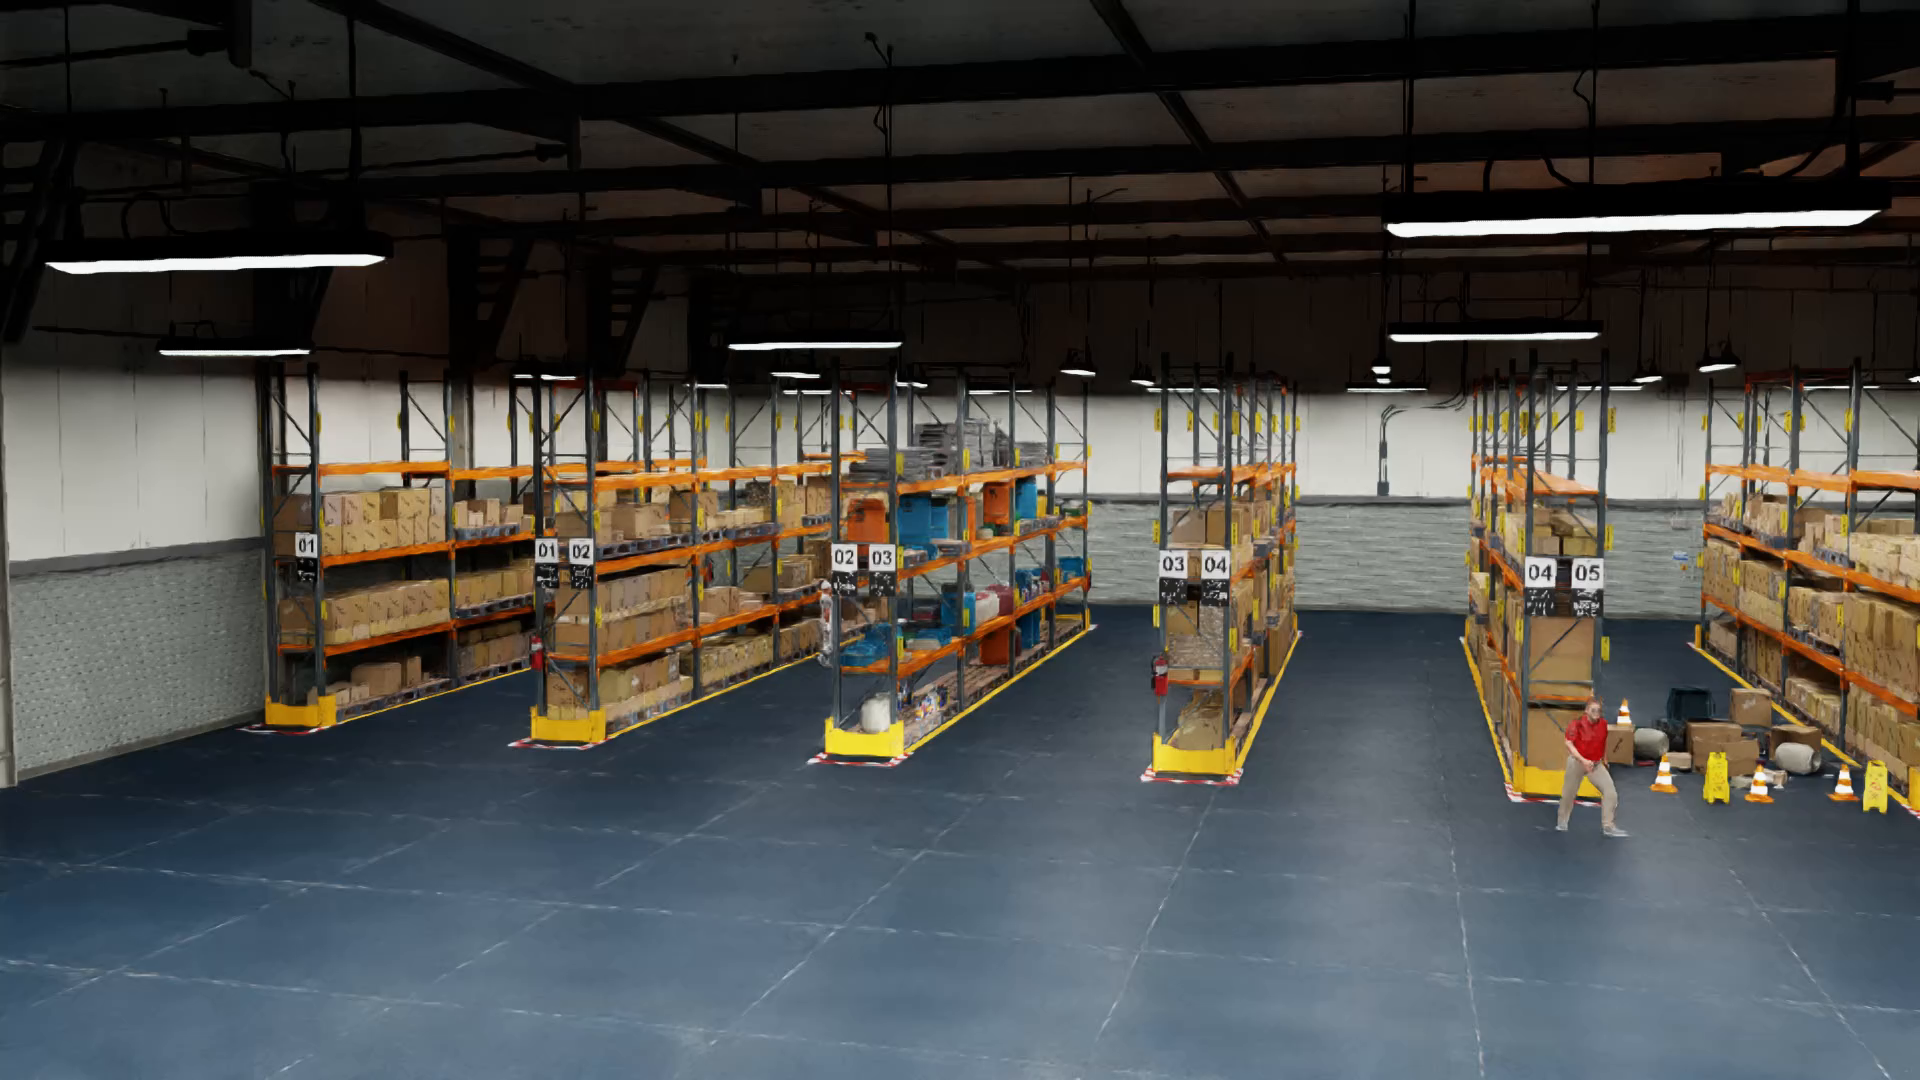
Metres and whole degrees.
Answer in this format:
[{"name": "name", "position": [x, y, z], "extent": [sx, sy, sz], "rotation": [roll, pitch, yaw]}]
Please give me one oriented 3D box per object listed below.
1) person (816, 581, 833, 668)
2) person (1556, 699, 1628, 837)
[{"name": "person", "position": [-2.722, 1.725, 33.878], "extent": [0.443, 1.786, 0.594], "rotation": [-1, 4, -13]}, {"name": "person", "position": [7.643, 2.740, 20.235], "extent": [0.691, 1.668, 0.793], "rotation": [0, 4, -6]}]
